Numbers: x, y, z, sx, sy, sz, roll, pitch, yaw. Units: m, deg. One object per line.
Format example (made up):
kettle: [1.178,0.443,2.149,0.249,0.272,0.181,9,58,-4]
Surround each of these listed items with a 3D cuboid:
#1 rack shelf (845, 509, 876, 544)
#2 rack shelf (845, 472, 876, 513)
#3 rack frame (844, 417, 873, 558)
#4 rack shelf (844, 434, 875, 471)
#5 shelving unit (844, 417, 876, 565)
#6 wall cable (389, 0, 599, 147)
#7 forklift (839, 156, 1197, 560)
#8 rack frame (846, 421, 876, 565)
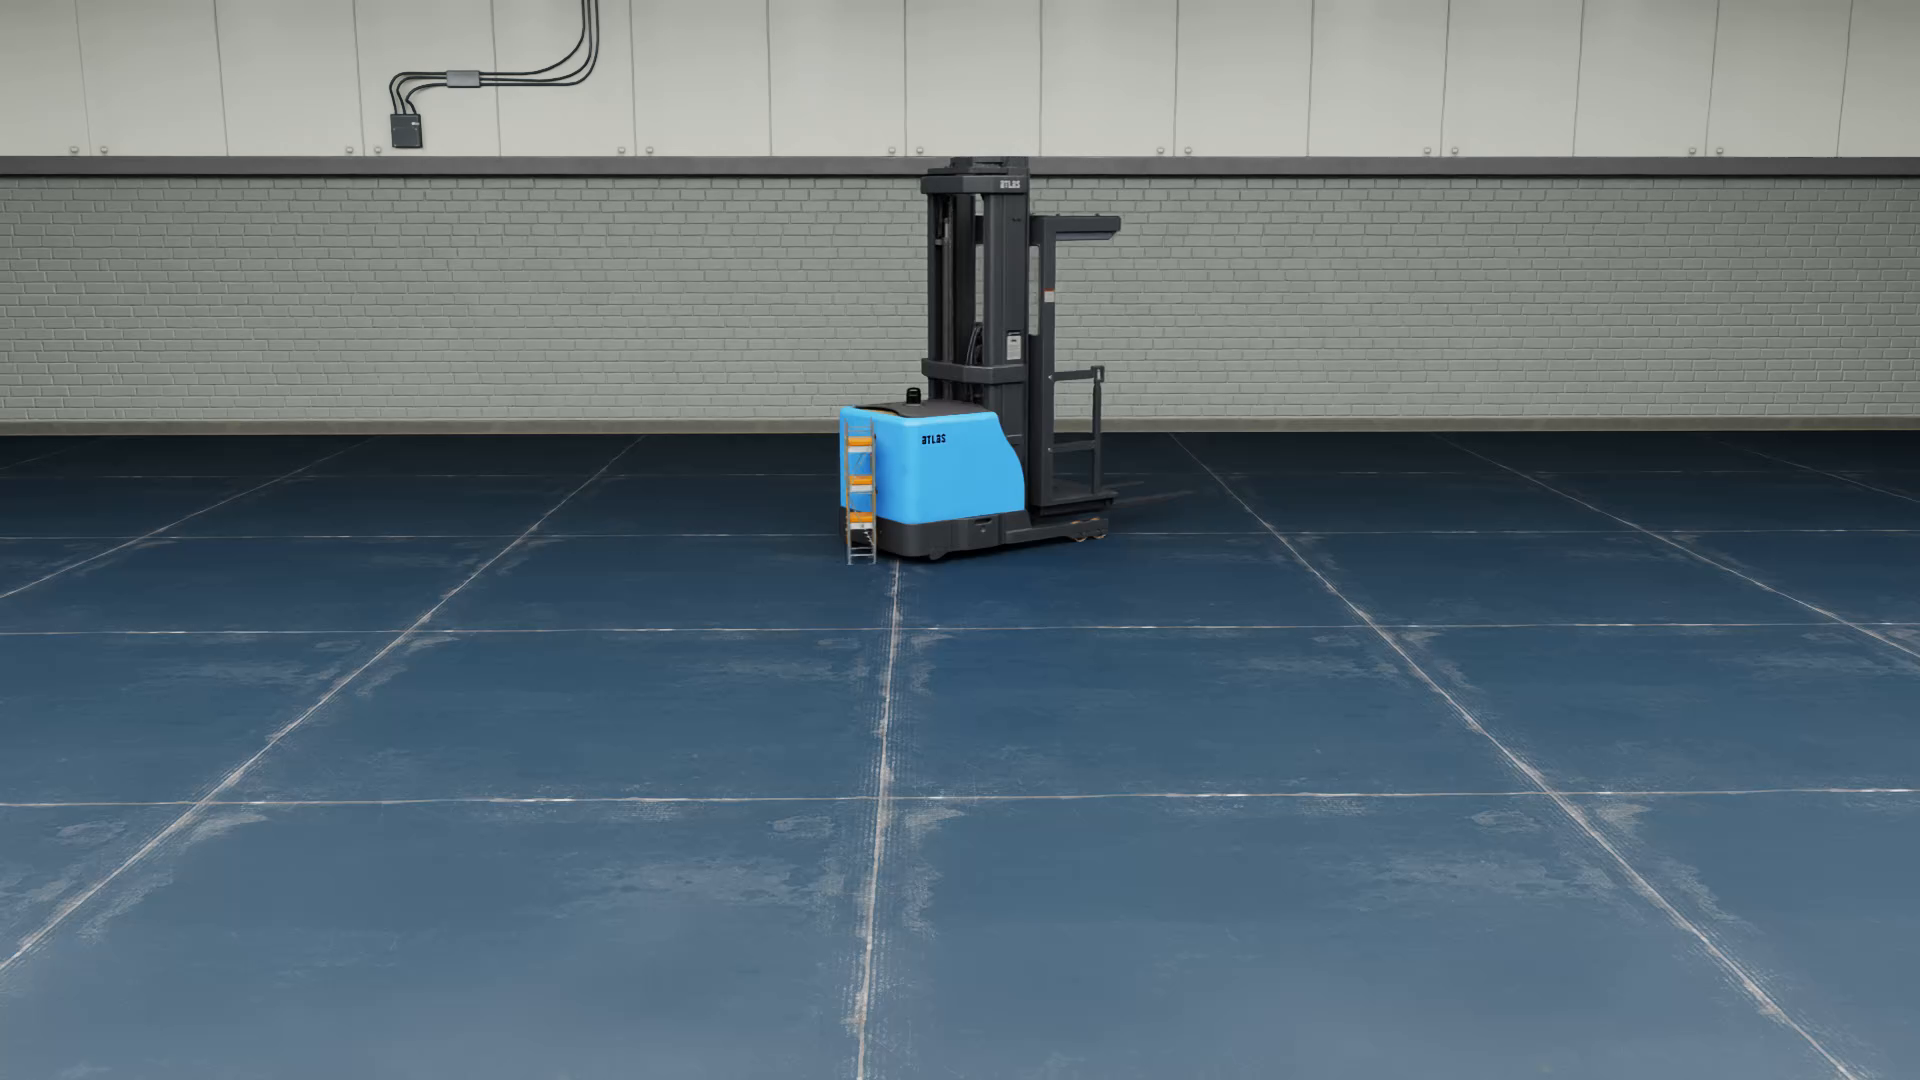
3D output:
rack shelf: [-0.731,-0.077,12.242,0.215,0.259,0.240,-1,11,-6]
rack shelf: [-0.732,-0.349,12.188,0.215,0.259,0.240,-1,11,-6]
rack frame: [-0.746,-0.383,12.305,0.200,1.050,0.008,-1,11,-6]
rack shelf: [-0.733,-0.628,12.133,0.215,0.259,0.240,-1,11,-6]
shelving unit: [-0.732,-0.360,12.186,0.215,1.050,0.252,-1,11,-6]
wall cable: [-5.099,-7.282,17.765,2.305,6.003,0.169,0,11,-1]
forklift: [0.561,-1.496,13.062,3.031,2.935,1.130,-8,14,-35]
rack frame: [-0.718,-0.336,12.067,0.200,1.050,0.008,-1,11,-6]
